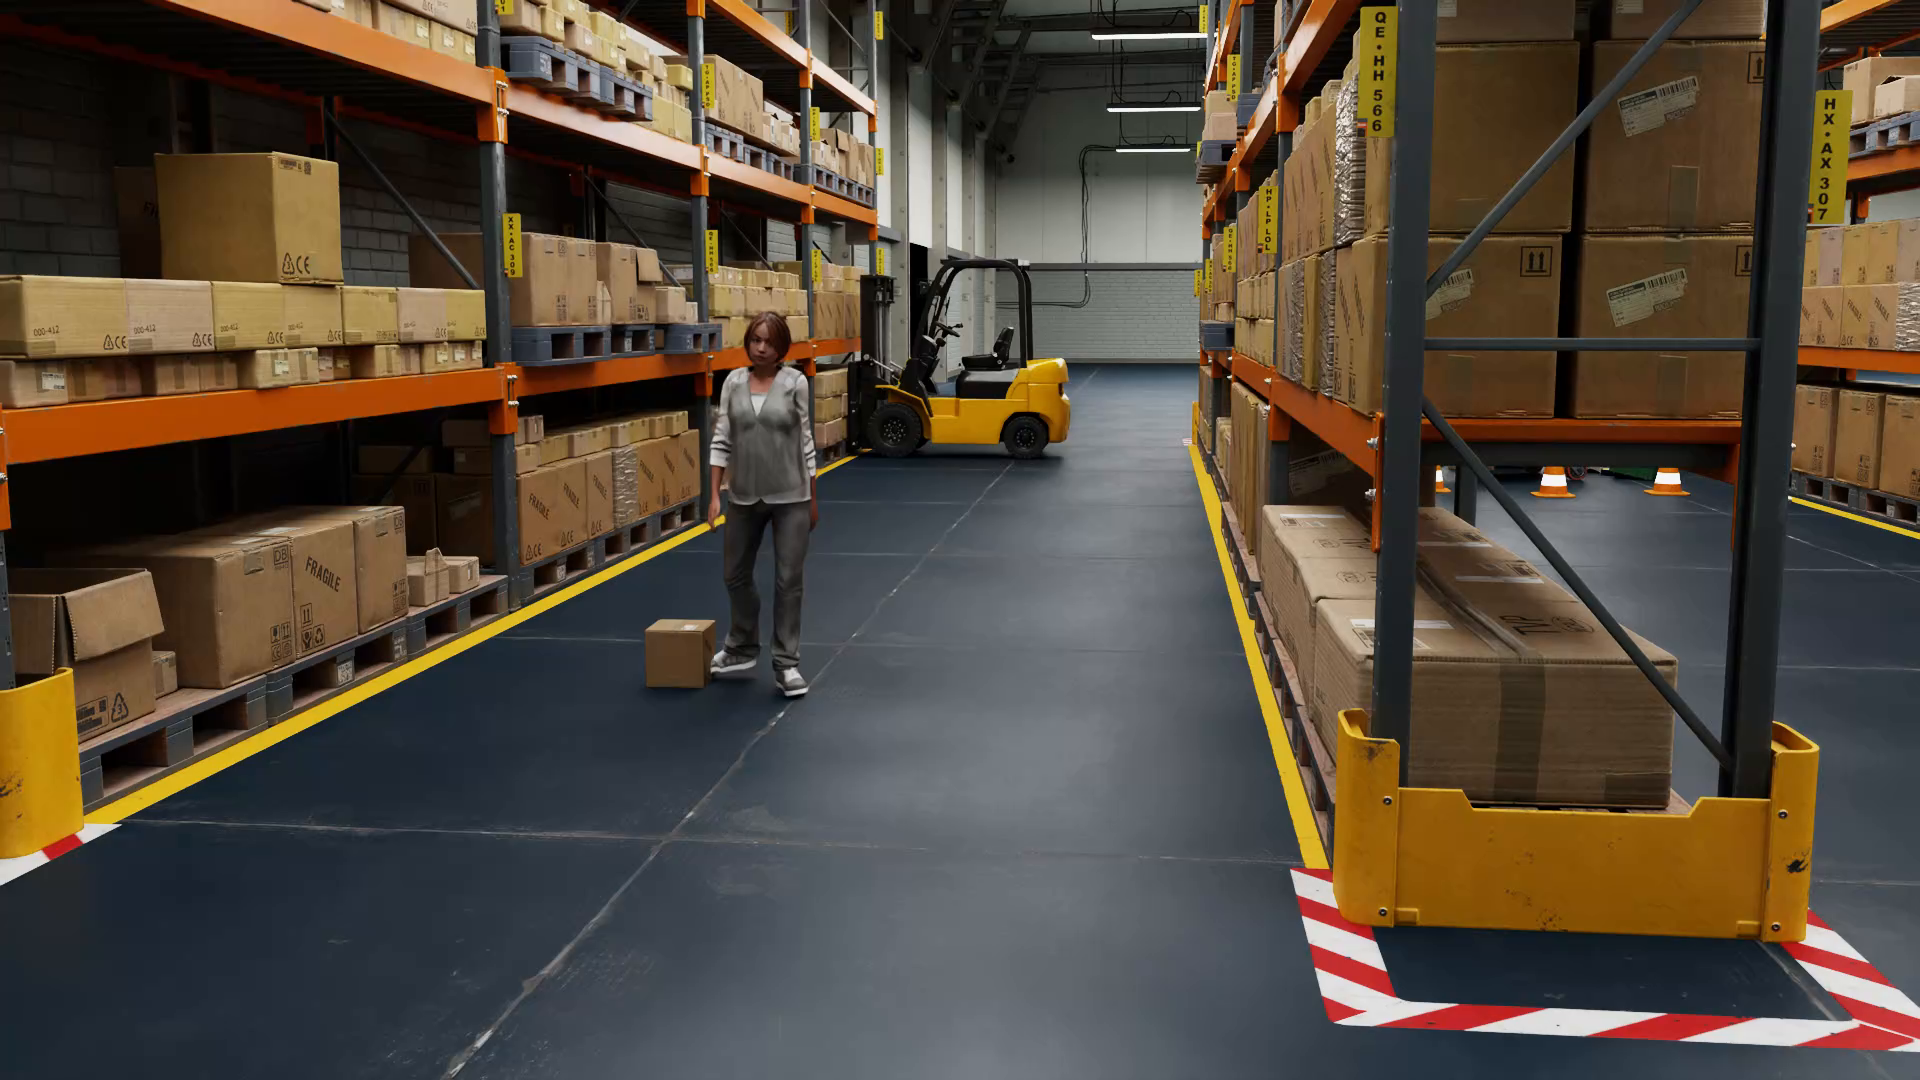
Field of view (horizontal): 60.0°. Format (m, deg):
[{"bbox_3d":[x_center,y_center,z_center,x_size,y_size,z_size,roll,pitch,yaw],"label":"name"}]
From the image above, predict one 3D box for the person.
[{"bbox_3d":[-0.890,-0.159,6.991,0.588,1.594,0.438,2,8,11],"label":"person"}]
